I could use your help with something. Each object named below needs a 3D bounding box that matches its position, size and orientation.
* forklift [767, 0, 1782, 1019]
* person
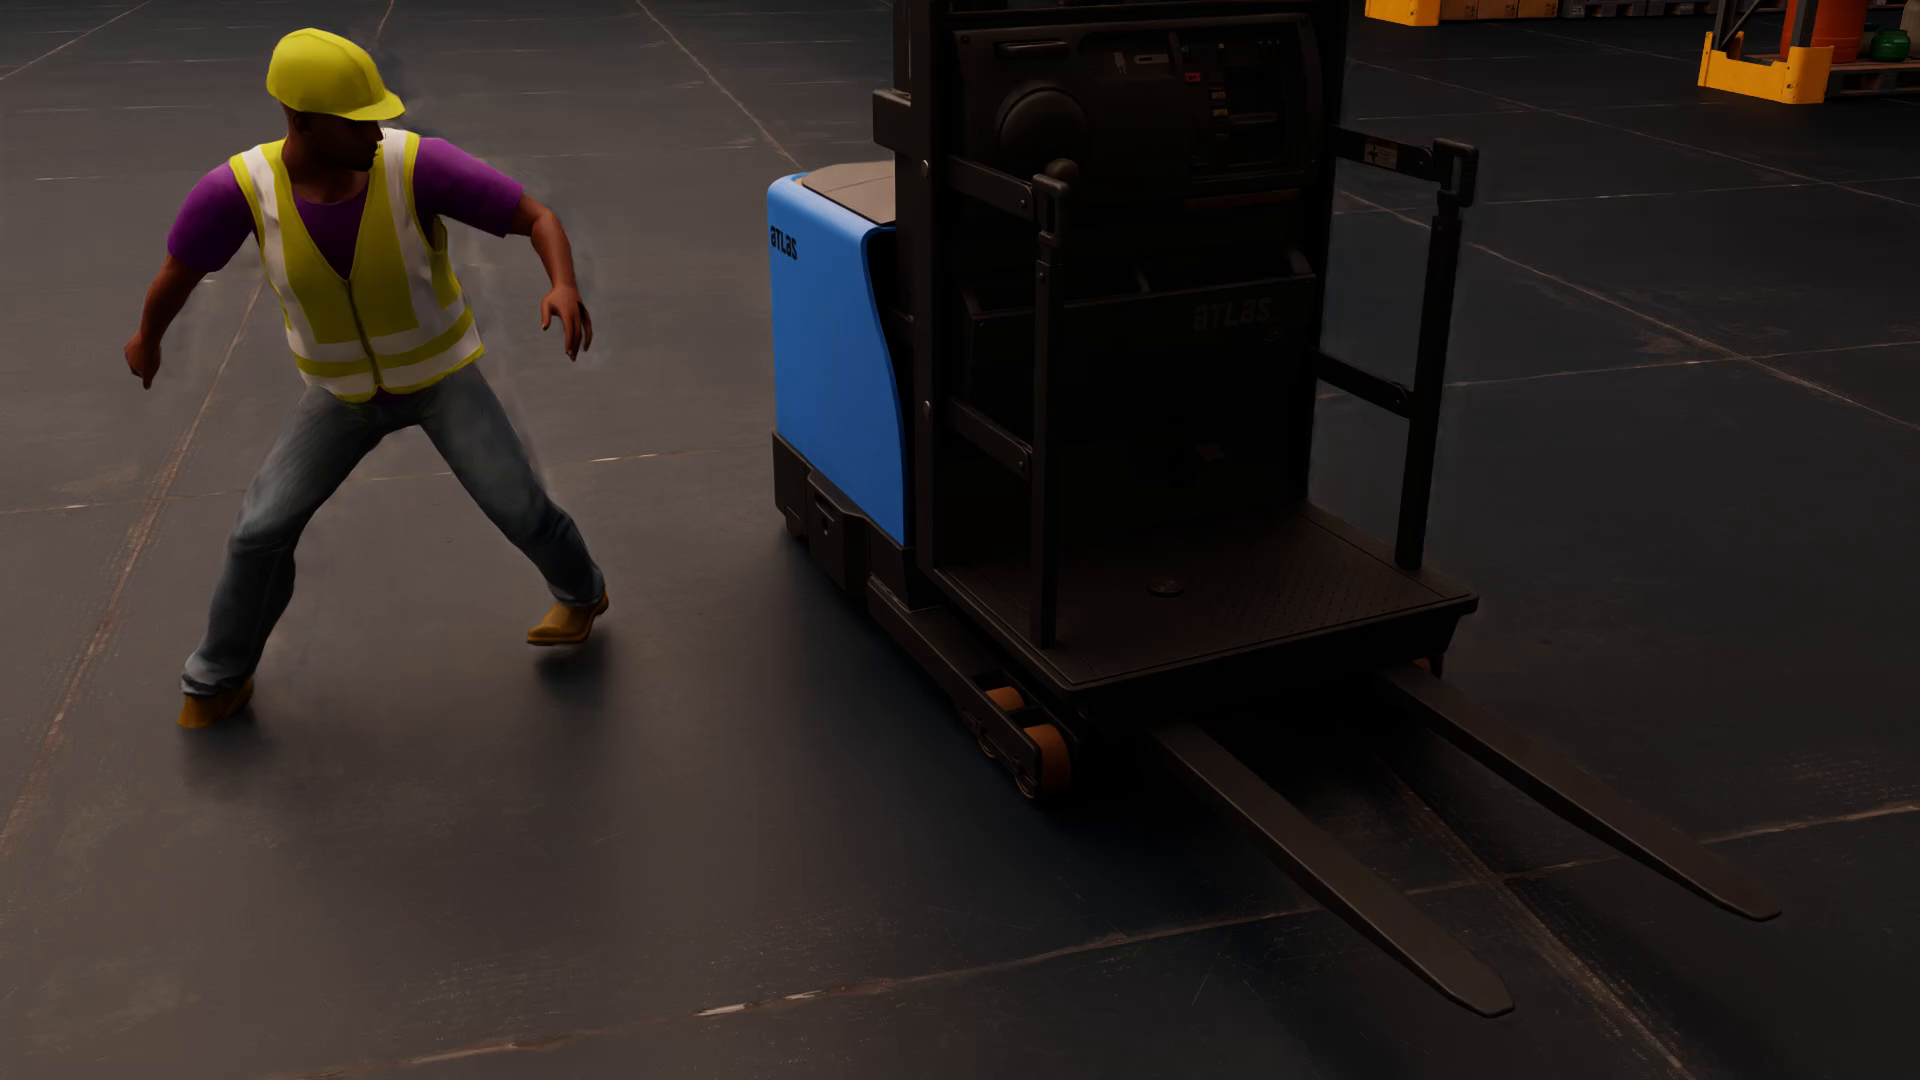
[{"bbox_3d":[0.512,-0.967,3.583,1.130,2.935,3.031,-10,25,-23],"label":"forklift"},{"bbox_3d":[-1.424,-0.330,3.934,1.153,1.721,0.568,-3,23,-7],"label":"person"}]
